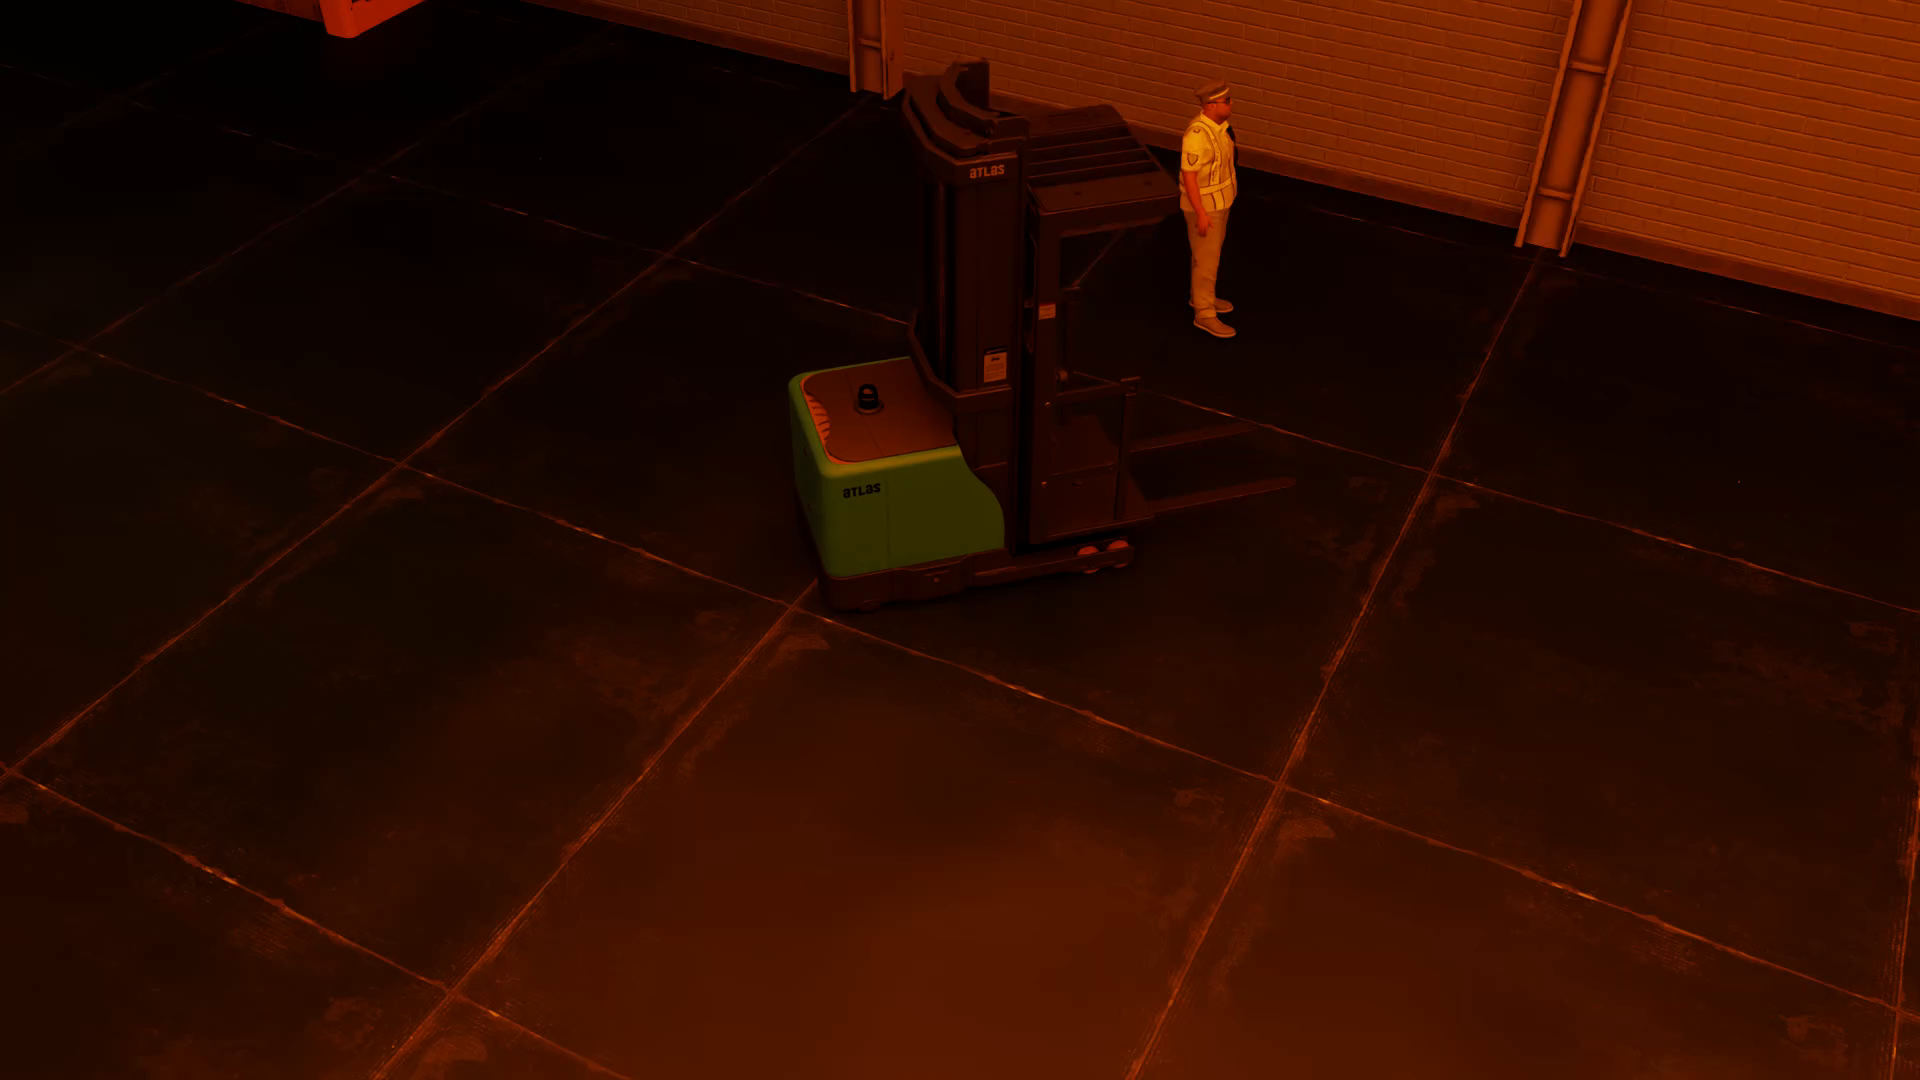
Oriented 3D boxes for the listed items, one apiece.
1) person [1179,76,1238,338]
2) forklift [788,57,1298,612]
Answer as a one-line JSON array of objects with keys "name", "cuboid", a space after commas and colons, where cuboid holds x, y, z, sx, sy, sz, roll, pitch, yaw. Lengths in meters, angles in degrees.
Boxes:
[{"name": "person", "cuboid": [1.824, -2.370, 11.680, 0.576, 1.781, 0.636, 16, 43, 18]}, {"name": "forklift", "cuboid": [0.553, -1.237, 9.455, 3.031, 2.935, 1.130, -11, 41, -12]}]
